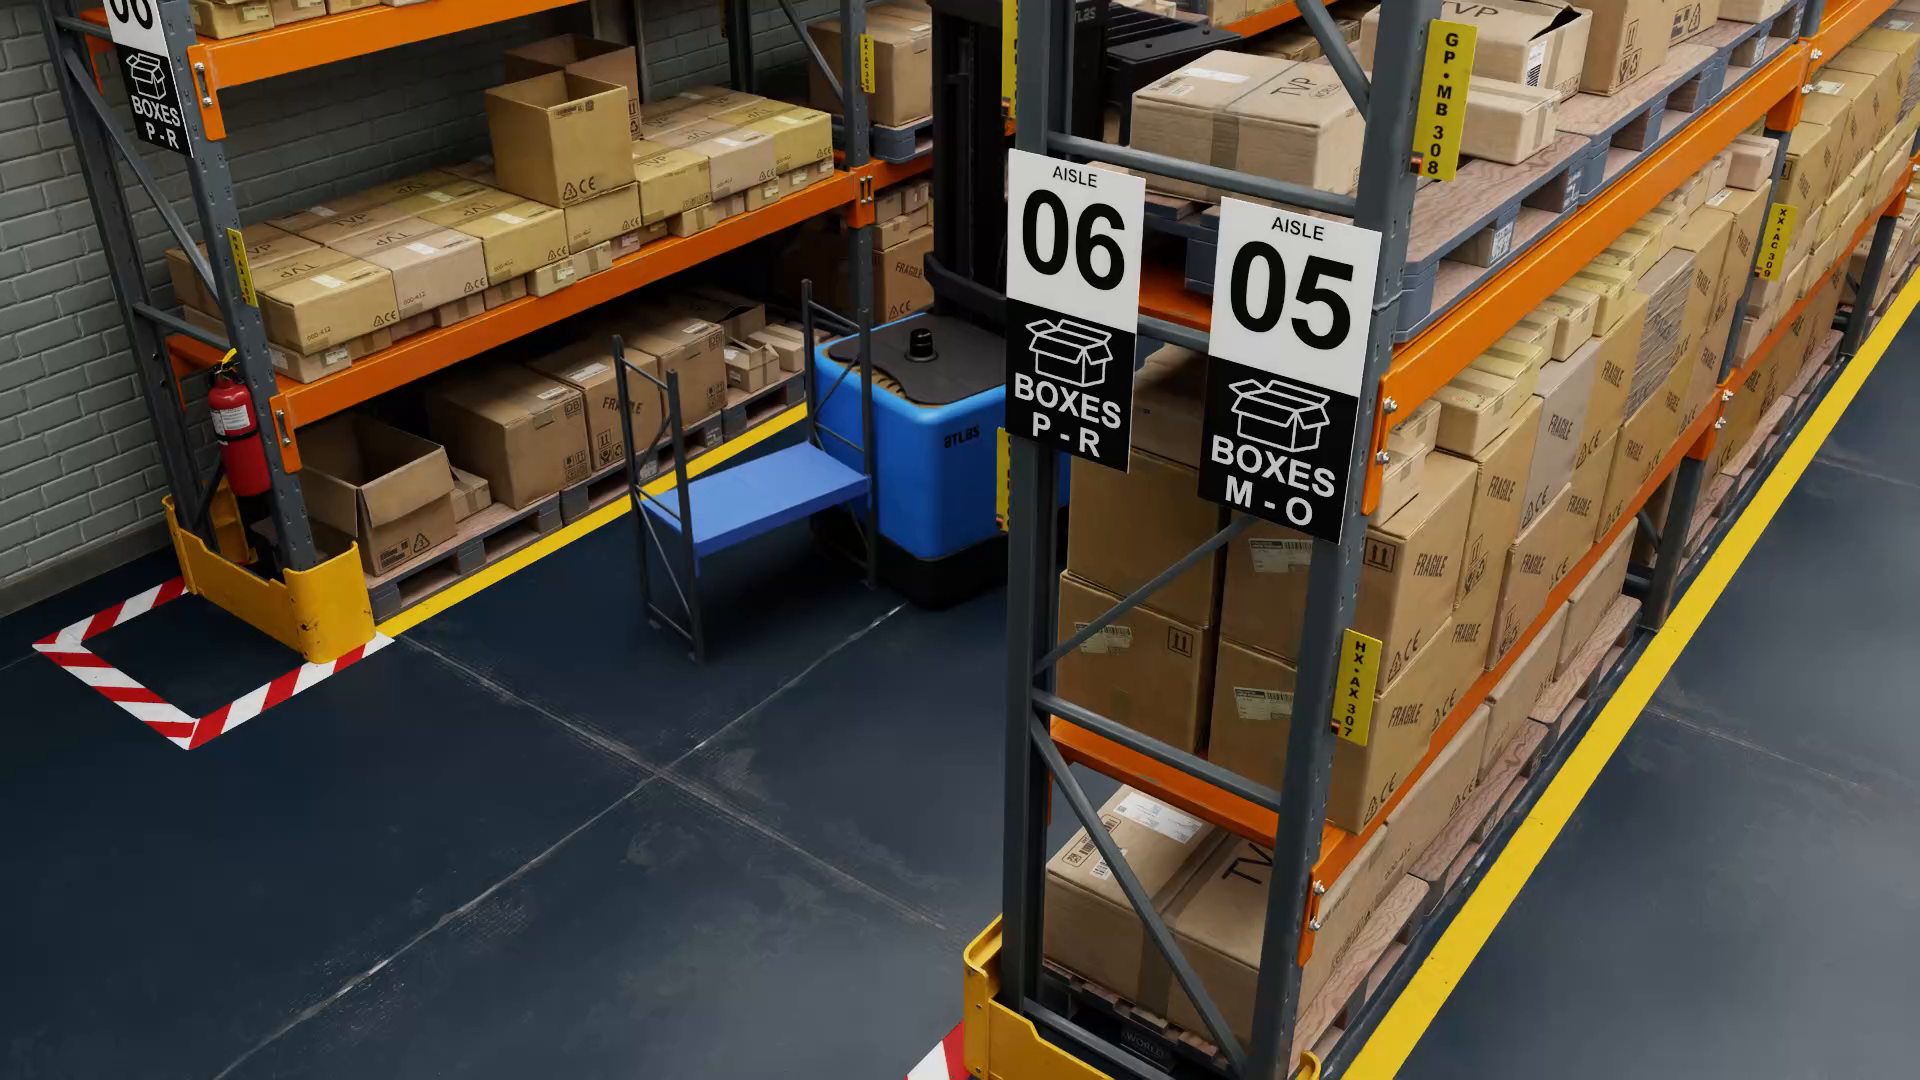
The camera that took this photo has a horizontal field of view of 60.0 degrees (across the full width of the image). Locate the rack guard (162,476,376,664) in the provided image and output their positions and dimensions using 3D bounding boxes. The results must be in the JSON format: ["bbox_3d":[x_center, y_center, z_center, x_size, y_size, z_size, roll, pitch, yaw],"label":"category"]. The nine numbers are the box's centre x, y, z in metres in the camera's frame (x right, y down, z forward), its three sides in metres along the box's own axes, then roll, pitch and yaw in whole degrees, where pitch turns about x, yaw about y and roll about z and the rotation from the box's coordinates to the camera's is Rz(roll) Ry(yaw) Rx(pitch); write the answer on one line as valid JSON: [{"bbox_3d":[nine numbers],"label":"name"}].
[{"bbox_3d":[-3.343,0.130,8.040,1.175,0.500,0.348,21,37,31],"label":"rack guard"}]

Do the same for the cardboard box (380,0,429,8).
[{"bbox_3d":[-2.473,-2.438,7.226,0.380,0.149,0.250,22,37,32],"label":"cardboard box"}]

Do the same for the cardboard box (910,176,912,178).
[{"bbox_3d":[-0.554,-2.485,11.405,0.380,0.149,0.250,19,36,29],"label":"cardboard box"}]

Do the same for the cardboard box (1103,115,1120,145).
[{"bbox_3d":[1.010,-3.058,12.371,0.380,0.149,0.250,20,36,30],"label":"cardboard box"}]

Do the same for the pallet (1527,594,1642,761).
[{"bbox_3d":[2.464,0.470,7.749,1.003,0.211,1.213,21,37,31],"label":"pallet"}]

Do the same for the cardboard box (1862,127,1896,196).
[{"bbox_3d":[4.710,-2.092,8.994,0.500,0.250,0.500,20,36,30],"label":"cardboard box"}]

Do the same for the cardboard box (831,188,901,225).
[{"bbox_3d":[-0.594,-2.135,10.523,0.380,0.149,0.250,20,36,30],"label":"cardboard box"}]

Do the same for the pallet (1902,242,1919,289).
[{"bbox_3d":[6.609,-2.251,12.342,1.003,0.211,1.213,21,37,31],"label":"pallet"}]

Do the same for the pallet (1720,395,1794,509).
[{"bbox_3d":[4.127,-0.650,9.639,1.003,0.211,1.213,21,37,31],"label":"pallet"}]

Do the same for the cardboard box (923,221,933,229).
[{"bbox_3d":[-0.190,-1.992,11.210,0.500,0.500,0.500,21,36,31],"label":"cardboard box"}]

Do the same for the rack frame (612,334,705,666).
[{"bbox_3d":[-1.363,-0.160,7.549,0.032,1.500,0.500,-23,38,-33],"label":"rack frame"}]

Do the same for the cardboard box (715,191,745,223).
[{"bbox_3d":[-1.423,-1.901,9.262,0.380,0.149,0.250,22,37,33],"label":"cardboard box"}]

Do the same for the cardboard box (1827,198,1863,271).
[{"bbox_3d":[4.403,-1.662,8.759,0.500,0.250,0.500,20,36,31],"label":"cardboard box"}]

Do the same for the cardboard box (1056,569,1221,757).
[{"bbox_3d":[0.651,0.291,5.219,0.500,0.500,0.500,21,37,32],"label":"cardboard box"}]

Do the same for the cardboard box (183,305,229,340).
[{"bbox_3d":[-3.403,-1.024,7.782,0.380,0.149,0.250,21,36,31],"label":"cardboard box"}]

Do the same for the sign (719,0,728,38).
[{"bbox_3d":[-1.419,-3.208,10.085,0.100,0.325,0.005,21,37,31],"label":"sign"}]

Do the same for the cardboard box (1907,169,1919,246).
[{"bbox_3d":[6.650,-2.526,12.235,0.950,0.372,0.625,22,37,33],"label":"cardboard box"}]

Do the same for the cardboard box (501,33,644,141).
[{"bbox_3d":[-2.086,-2.403,8.982,0.500,0.500,0.500,20,36,30],"label":"cardboard box"}]

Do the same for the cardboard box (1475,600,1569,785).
[{"bbox_3d":[1.980,0.494,7.076,0.875,0.438,0.875,20,36,30],"label":"cardboard box"}]

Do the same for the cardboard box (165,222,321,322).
[{"bbox_3d":[-3.323,-1.247,7.767,0.500,0.250,0.500,22,37,33],"label":"cardboard box"}]

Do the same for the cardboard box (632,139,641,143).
[{"bbox_3d":[-2.099,-2.070,9.157,0.500,0.250,0.500,22,37,32],"label":"cardboard box"}]

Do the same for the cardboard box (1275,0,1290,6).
[{"bbox_3d":[2.516,-4.621,13.753,0.500,0.250,0.500,20,36,30],"label":"cardboard box"}]

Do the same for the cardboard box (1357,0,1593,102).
[{"bbox_3d":[1.514,-1.457,4.902,0.500,0.311,0.500,22,37,32],"label":"cardboard box"}]

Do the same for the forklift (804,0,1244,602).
[{"bbox_3d":[0.668,-1.573,8.529,3.031,2.935,1.130,-23,38,-33],"label":"forklift"}]

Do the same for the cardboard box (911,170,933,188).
[{"bbox_3d":[-0.140,-2.348,11.174,0.380,0.149,0.250,20,36,30],"label":"cardboard box"}]

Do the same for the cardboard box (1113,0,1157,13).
[{"bbox_3d":[1.061,-3.754,11.877,0.500,0.250,0.500,19,36,29],"label":"cardboard box"}]

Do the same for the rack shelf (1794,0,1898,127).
[{"bbox_3d":[4.192,-2.808,8.310,1.077,0.370,4.000,21,37,31],"label":"rack shelf"}]

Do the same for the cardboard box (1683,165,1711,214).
[{"bbox_3d":[2.649,-1.371,6.407,0.380,0.149,0.250,21,37,31],"label":"cardboard box"}]

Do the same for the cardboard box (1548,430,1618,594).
[{"bbox_3d":[1.983,-0.162,5.984,0.500,0.500,0.500,22,37,33],"label":"cardboard box"}]

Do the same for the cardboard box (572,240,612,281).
[{"bbox_3d":[-2.012,-1.477,8.547,0.380,0.149,0.250,22,37,32],"label":"cardboard box"}]

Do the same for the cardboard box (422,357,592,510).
[{"bbox_3d":[-2.397,-0.575,8.818,0.700,0.500,0.500,23,38,33],"label":"cardboard box"}]

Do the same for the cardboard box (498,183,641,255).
[{"bbox_3d":[-2.001,-1.706,8.542,0.500,0.250,0.500,20,36,30],"label":"cardboard box"}]

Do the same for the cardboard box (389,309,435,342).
[{"bbox_3d":[-2.724,-1.091,7.895,0.380,0.149,0.250,21,36,31],"label":"cardboard box"}]

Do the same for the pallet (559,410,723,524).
[{"bbox_3d":[-2.126,-0.564,9.494,1.003,0.211,1.213,21,37,31],"label":"pallet"}]

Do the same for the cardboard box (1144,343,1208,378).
[{"bbox_3d":[0.761,-0.459,4.867,0.380,0.149,0.250,22,37,32],"label":"cardboard box"}]

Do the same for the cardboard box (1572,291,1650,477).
[{"bbox_3d":[1.998,-0.596,5.734,0.500,0.500,0.500,21,37,31],"label":"cardboard box"}]

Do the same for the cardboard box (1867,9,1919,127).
[{"bbox_3d":[4.993,-2.612,9.136,0.500,0.500,0.500,22,37,32],"label":"cardboard box"}]

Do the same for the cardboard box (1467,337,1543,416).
[{"bbox_3d":[1.500,-0.511,4.955,0.380,0.149,0.250,20,36,30],"label":"cardboard box"}]

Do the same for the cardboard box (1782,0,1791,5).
[{"bbox_3d":[2.855,-2.112,6.052,0.396,0.266,0.258,22,37,33],"label":"cardboard box"}]

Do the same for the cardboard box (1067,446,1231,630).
[{"bbox_3d":[0.672,-0.131,4.950,0.500,0.500,0.500,22,37,33],"label":"cardboard box"}]

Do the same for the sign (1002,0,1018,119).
[{"bbox_3d":[0.146,-1.198,4.097,0.100,0.325,0.005,21,37,31],"label":"sign"}]

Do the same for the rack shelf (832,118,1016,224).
[{"bbox_3d":[0.233,-3.044,11.649,1.077,0.370,4.000,21,37,31],"label":"rack shelf"}]

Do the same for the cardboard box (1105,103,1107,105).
[{"bbox_3d":[0.962,-3.186,13.225,0.500,0.500,0.500,23,37,33],"label":"cardboard box"}]

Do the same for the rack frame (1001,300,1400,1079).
[{"bbox_3d":[0.570,0.612,4.776,1.000,3.000,0.127,21,37,31],"label":"rack frame"}]

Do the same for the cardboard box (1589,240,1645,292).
[{"bbox_3d":[2.094,-0.939,5.677,0.380,0.149,0.250,21,37,31],"label":"cardboard box"}]

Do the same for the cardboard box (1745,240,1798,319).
[{"bbox_3d":[3.475,-1.257,7.585,0.500,0.250,0.500,20,36,30],"label":"cardboard box"}]

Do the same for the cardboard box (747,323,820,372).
[{"bbox_3d":[-1.077,-1.178,10.180,0.380,0.149,0.250,20,36,30],"label":"cardboard box"}]

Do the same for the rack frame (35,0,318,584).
[{"bbox_3d":[-3.389,-0.914,7.351,1.000,3.000,0.127,21,37,31],"label":"rack frame"}]

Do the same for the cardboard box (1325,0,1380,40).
[{"bbox_3d":[3.548,-4.736,15.716,0.875,0.625,0.625,23,38,33],"label":"cardboard box"}]

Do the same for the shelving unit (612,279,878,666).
[{"bbox_3d":[-0.973,-0.326,7.829,1.048,1.500,0.538,-23,38,-33],"label":"shelving unit"}]

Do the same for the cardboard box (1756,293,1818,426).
[{"bbox_3d":[4.375,-1.290,9.657,0.875,0.875,0.875,22,37,32],"label":"cardboard box"}]

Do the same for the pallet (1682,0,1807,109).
[{"bbox_3d":[2.483,-1.937,6.221,1.003,0.211,1.213,21,37,31],"label":"pallet"}]

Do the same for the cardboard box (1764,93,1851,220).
[{"bbox_3d":[3.765,-1.793,7.755,0.500,0.500,0.500,21,37,31],"label":"cardboard box"}]
